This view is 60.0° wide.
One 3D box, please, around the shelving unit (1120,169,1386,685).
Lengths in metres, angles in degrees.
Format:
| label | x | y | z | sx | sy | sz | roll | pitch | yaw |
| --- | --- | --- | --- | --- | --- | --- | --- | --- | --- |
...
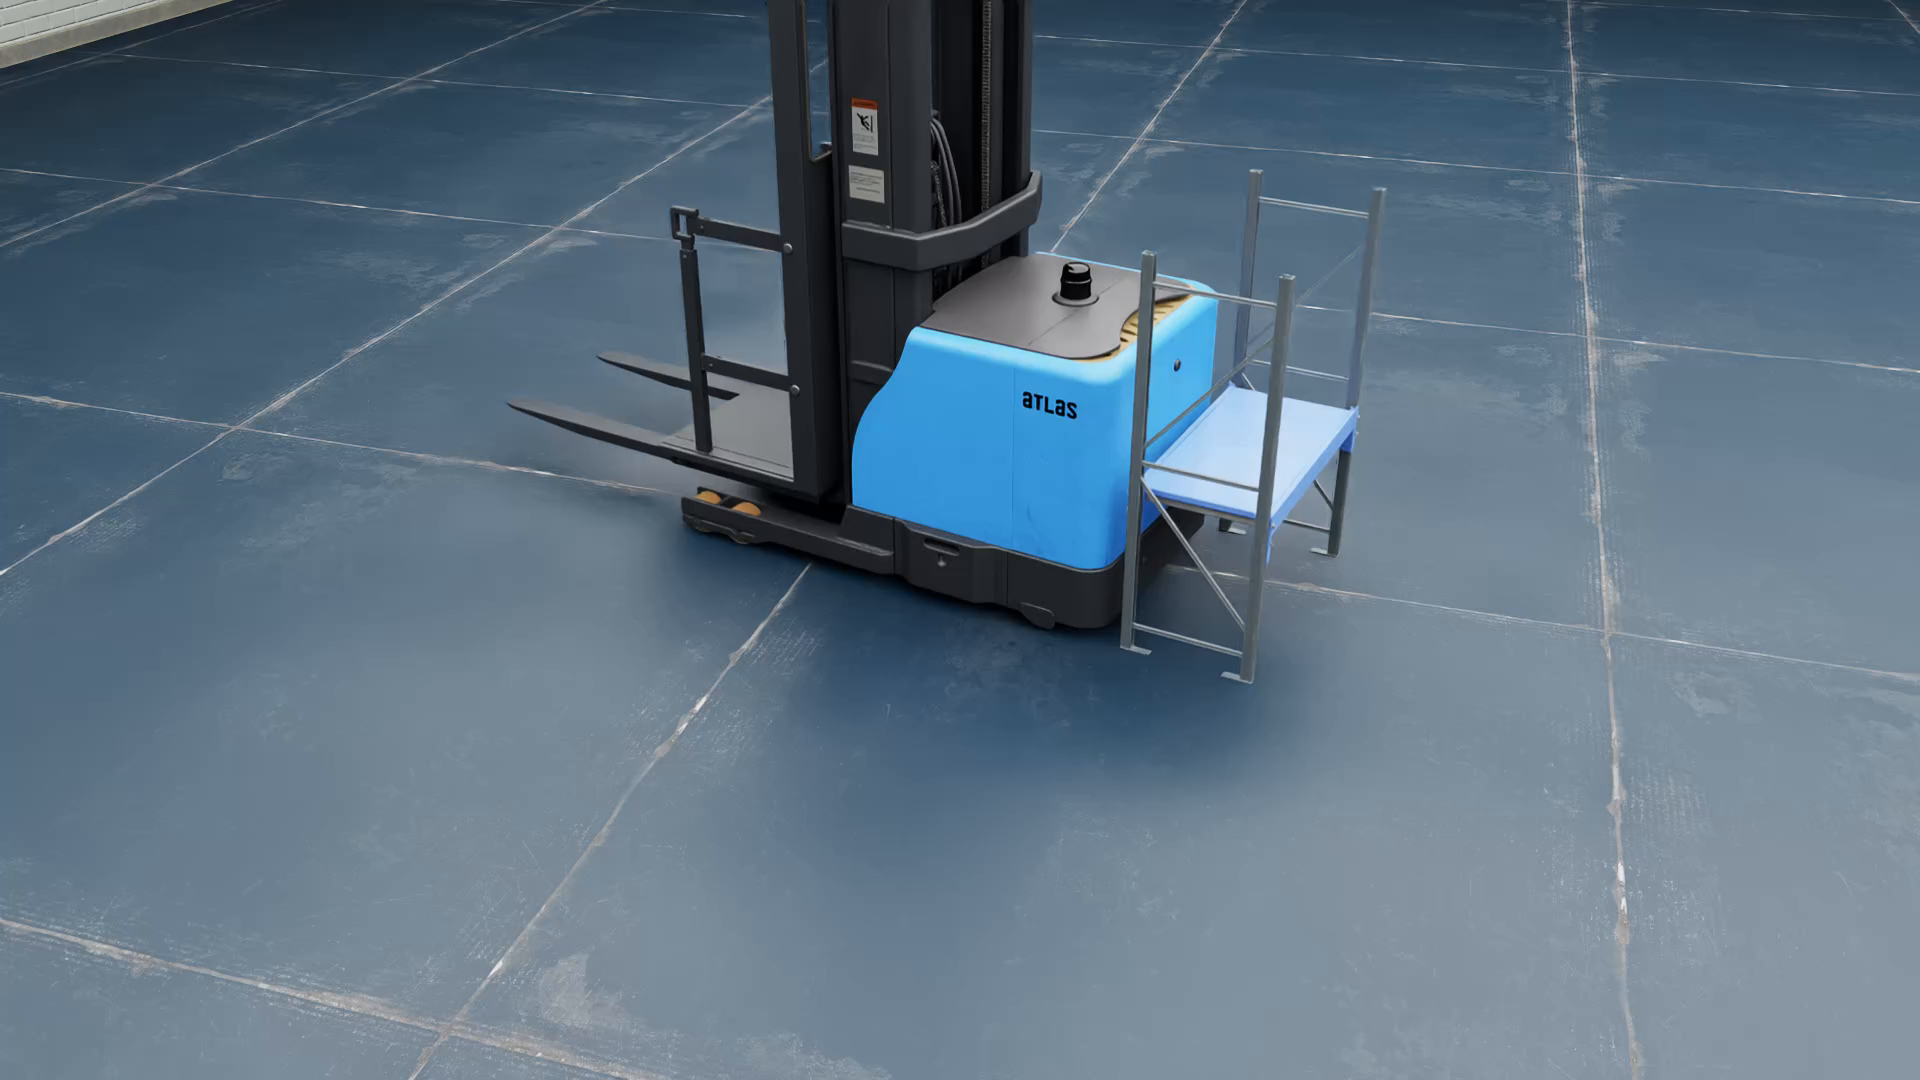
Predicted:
| label | x | y | z | sx | sy | sz | roll | pitch | yaw |
| --- | --- | --- | --- | --- | --- | --- | --- | --- | --- |
| shelving unit | 1.048 | -0.427 | 5.975 | 0.538 | 1.500 | 1.048 | 15 | 32 | 24 |

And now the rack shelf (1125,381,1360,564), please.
| label | x | y | z | sx | sy | sz | roll | pitch | yaw |
| --- | --- | --- | --- | --- | --- | --- | --- | --- | --- |
| rack shelf | 1.048 | -0.270 | 6.062 | 0.538 | 0.185 | 1.000 | 15 | 32 | 24 |

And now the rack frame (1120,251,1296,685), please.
| label | x | y | z | sx | sy | sz | roll | pitch | yaw |
| --- | --- | --- | --- | --- | --- | --- | --- | --- | --- |
| rack frame | 0.808 | -0.209 | 5.583 | 0.500 | 1.500 | 0.032 | 15 | 32 | 24 |

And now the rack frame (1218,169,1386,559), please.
| label | x | y | z | sx | sy | sz | roll | pitch | yaw |
| --- | --- | --- | --- | --- | --- | --- | --- | --- | --- |
| rack frame | 1.288 | -0.645 | 6.366 | 0.500 | 1.500 | 0.032 | 15 | 32 | 24 |

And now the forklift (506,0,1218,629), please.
| label | x | y | z | sx | sy | sz | roll | pitch | yaw |
| --- | --- | --- | --- | --- | --- | --- | --- | --- | --- |
| forklift | -0.544 | -1.468 | 6.373 | 3.031 | 2.935 | 1.130 | 16 | 33 | 26 |
